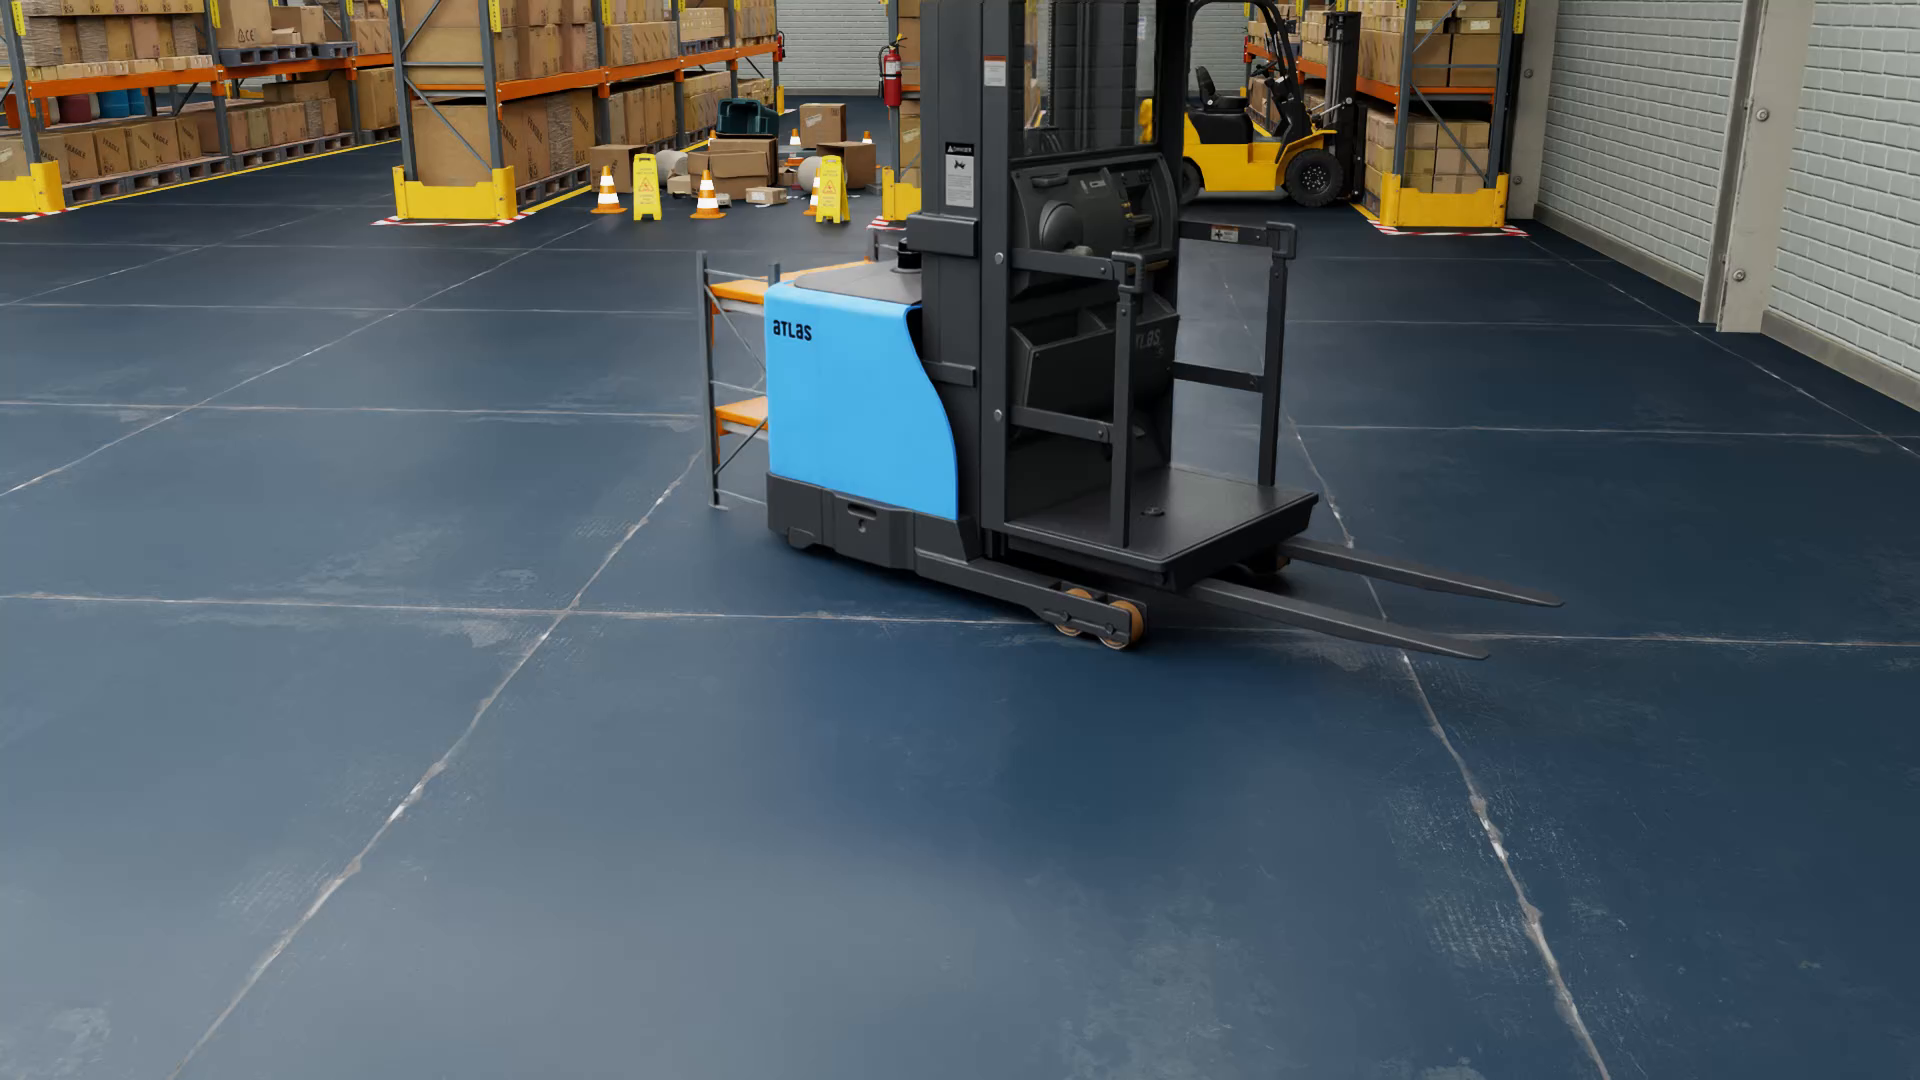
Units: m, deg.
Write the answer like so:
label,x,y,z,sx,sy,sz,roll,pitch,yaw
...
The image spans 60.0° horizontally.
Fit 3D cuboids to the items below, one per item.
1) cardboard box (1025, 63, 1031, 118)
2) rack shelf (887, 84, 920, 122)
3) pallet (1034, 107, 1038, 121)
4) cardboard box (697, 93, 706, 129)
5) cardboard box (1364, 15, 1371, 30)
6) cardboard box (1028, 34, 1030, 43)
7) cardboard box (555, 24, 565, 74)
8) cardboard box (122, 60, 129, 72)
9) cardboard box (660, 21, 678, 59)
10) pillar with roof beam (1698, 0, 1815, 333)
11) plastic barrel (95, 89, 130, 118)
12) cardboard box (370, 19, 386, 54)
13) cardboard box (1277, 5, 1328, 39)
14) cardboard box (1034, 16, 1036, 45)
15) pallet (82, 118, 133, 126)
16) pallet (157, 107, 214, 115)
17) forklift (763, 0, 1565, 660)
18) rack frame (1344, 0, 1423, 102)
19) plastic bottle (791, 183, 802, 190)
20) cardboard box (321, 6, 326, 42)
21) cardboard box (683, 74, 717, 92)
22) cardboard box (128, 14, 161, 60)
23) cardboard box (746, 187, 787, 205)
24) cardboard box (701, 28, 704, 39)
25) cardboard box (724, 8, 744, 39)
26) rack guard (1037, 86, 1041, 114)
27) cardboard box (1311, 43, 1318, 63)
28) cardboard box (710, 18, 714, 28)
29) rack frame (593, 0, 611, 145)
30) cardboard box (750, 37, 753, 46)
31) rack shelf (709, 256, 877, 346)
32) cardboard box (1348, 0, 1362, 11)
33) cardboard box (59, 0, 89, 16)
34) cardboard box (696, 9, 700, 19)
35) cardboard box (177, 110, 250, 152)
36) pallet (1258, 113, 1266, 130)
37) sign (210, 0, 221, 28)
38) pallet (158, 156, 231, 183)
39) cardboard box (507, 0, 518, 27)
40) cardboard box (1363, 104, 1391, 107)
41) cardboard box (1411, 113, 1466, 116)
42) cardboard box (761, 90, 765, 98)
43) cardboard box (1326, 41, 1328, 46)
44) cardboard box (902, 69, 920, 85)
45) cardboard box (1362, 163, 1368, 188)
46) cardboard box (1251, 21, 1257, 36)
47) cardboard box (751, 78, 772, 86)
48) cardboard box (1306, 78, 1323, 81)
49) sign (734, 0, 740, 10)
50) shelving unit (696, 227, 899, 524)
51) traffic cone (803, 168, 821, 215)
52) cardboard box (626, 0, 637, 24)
label,x,y,z,sx,sy,sz,roll,pitch,yaw
cardboard box,0.703,-7.385,27.381,0.875,0.875,0.875,2,18,6
rack shelf,-0.049,-4.942,18.342,1.077,0.370,4.000,1,18,4
pallet,0.885,-7.678,30.018,1.003,0.211,1.213,1,18,4
cardboard box,-4.226,-6.608,25.612,0.500,0.500,0.500,1,18,5
cardboard box,4.640,-5.661,18.179,0.380,0.149,0.250,1,18,2
cardboard box,0.887,-8.173,27.289,0.500,0.250,0.500,1,18,3
cardboard box,-5.038,-5.604,18.967,0.875,0.550,0.550,1,18,4
cardboard box,-9.729,-5.392,18.964,0.380,0.149,0.250,1,18,4
cardboard box,-4.328,-7.128,23.698,0.500,0.500,0.500,1,18,4
pillar with roof beam,0.984,-5.832,10.270,9.100,9.000,0.400,1,18,4
plastic barrel,-14.264,-7.535,27.797,0.600,0.901,0.708,1,18,4
cardboard box,-9.163,-7.721,25.508,0.500,0.500,0.500,1,18,2
cardboard box,5.268,-7.977,25.615,0.700,0.500,0.500,1,18,4
cardboard box,1.082,-9.047,29.556,0.500,0.500,0.500,2,18,6
pallet,-14.339,-6.777,27.267,1.003,0.211,1.213,1,18,4
pallet,-14.143,-7.625,29.855,1.003,0.211,1.213,1,18,4
forklift,0.660,-1.199,5.876,3.031,2.935,1.130,15,23,38
rack frame,5.046,-5.795,19.791,1.000,3.000,0.127,1,18,4
plastic bottle,-1.869,-4.149,19.488,0.133,0.061,0.283,4,19,13
cardboard box,-9.502,-7.447,23.997,0.500,0.500,0.500,-1,18,-3
cardboard box,-4.152,-7.276,26.445,0.500,0.250,0.500,0,18,1
cardboard box,-9.890,-5.864,19.364,0.875,0.500,0.500,1,18,4
cardboard box,-2.113,-3.759,18.158,0.380,0.149,0.250,12,22,32
cardboard box,-4.217,-7.933,26.046,0.380,0.149,0.250,1,18,2
cardboard box,-3.990,-8.805,28.340,0.500,0.500,0.500,1,18,3
rack guard,0.956,-8.451,31.912,1.175,0.500,0.348,1,18,4
cardboard box,4.986,-6.517,22.237,0.500,0.250,0.500,1,18,2
cardboard box,-4.162,-8.318,26.742,0.380,0.149,0.250,1,18,2
rack frame,-4.850,-5.984,20.367,1.000,3.000,0.127,1,18,4
cardboard box,-3.884,-8.840,29.487,0.380,0.149,0.250,2,18,6
rack shelf,-0.581,-1.032,7.325,0.538,0.278,1.000,16,24,40
cardboard box,4.727,-6.200,19.346,0.380,0.149,0.250,2,18,5
cardboard box,-9.723,-5.867,17.768,0.500,0.500,0.500,1,18,4
cardboard box,-4.244,-8.136,25.710,0.380,0.149,0.250,2,18,6
cardboard box,-9.725,-5.337,21.702,0.700,0.500,0.500,0,18,0
pallet,5.669,-7.168,28.459,1.003,0.211,1.213,1,18,4
sign,-9.248,-6.527,20.636,0.100,0.325,0.005,1,18,4
pallet,-9.803,-4.591,20.596,1.003,0.211,1.213,1,18,4
cardboard box,-5.124,-5.613,17.261,0.875,0.550,0.550,1,18,4
cardboard box,4.651,-4.861,19.077,0.500,0.250,0.500,1,18,4
cardboard box,5.061,-4.376,17.597,0.500,0.250,0.500,1,18,4
cardboard box,-3.803,-8.204,30.569,0.380,0.149,0.250,2,18,5
cardboard box,4.855,-6.279,20.708,0.500,0.250,0.500,1,18,2
cardboard box,-0.379,-4.664,16.743,0.380,0.149,0.250,2,18,6
cardboard box,4.567,-3.908,17.774,0.500,0.250,0.500,1,18,5
cardboard box,5.569,-9.301,30.253,0.500,0.250,0.500,1,18,5
cardboard box,-3.775,-8.668,31.508,0.380,0.149,0.250,1,18,5
cardboard box,5.880,-7.479,27.228,0.380,0.149,0.250,1,18,2
sign,-3.723,-9.007,27.735,0.100,0.325,0.005,1,18,4
shelving unit,-0.581,-0.754,7.416,0.538,1.125,1.048,16,24,40
traffic cone,-1.448,-3.619,17.225,0.336,0.463,0.334,1,18,4
cardboard box,-4.711,-7.134,22.112,0.700,0.500,0.500,1,18,3
